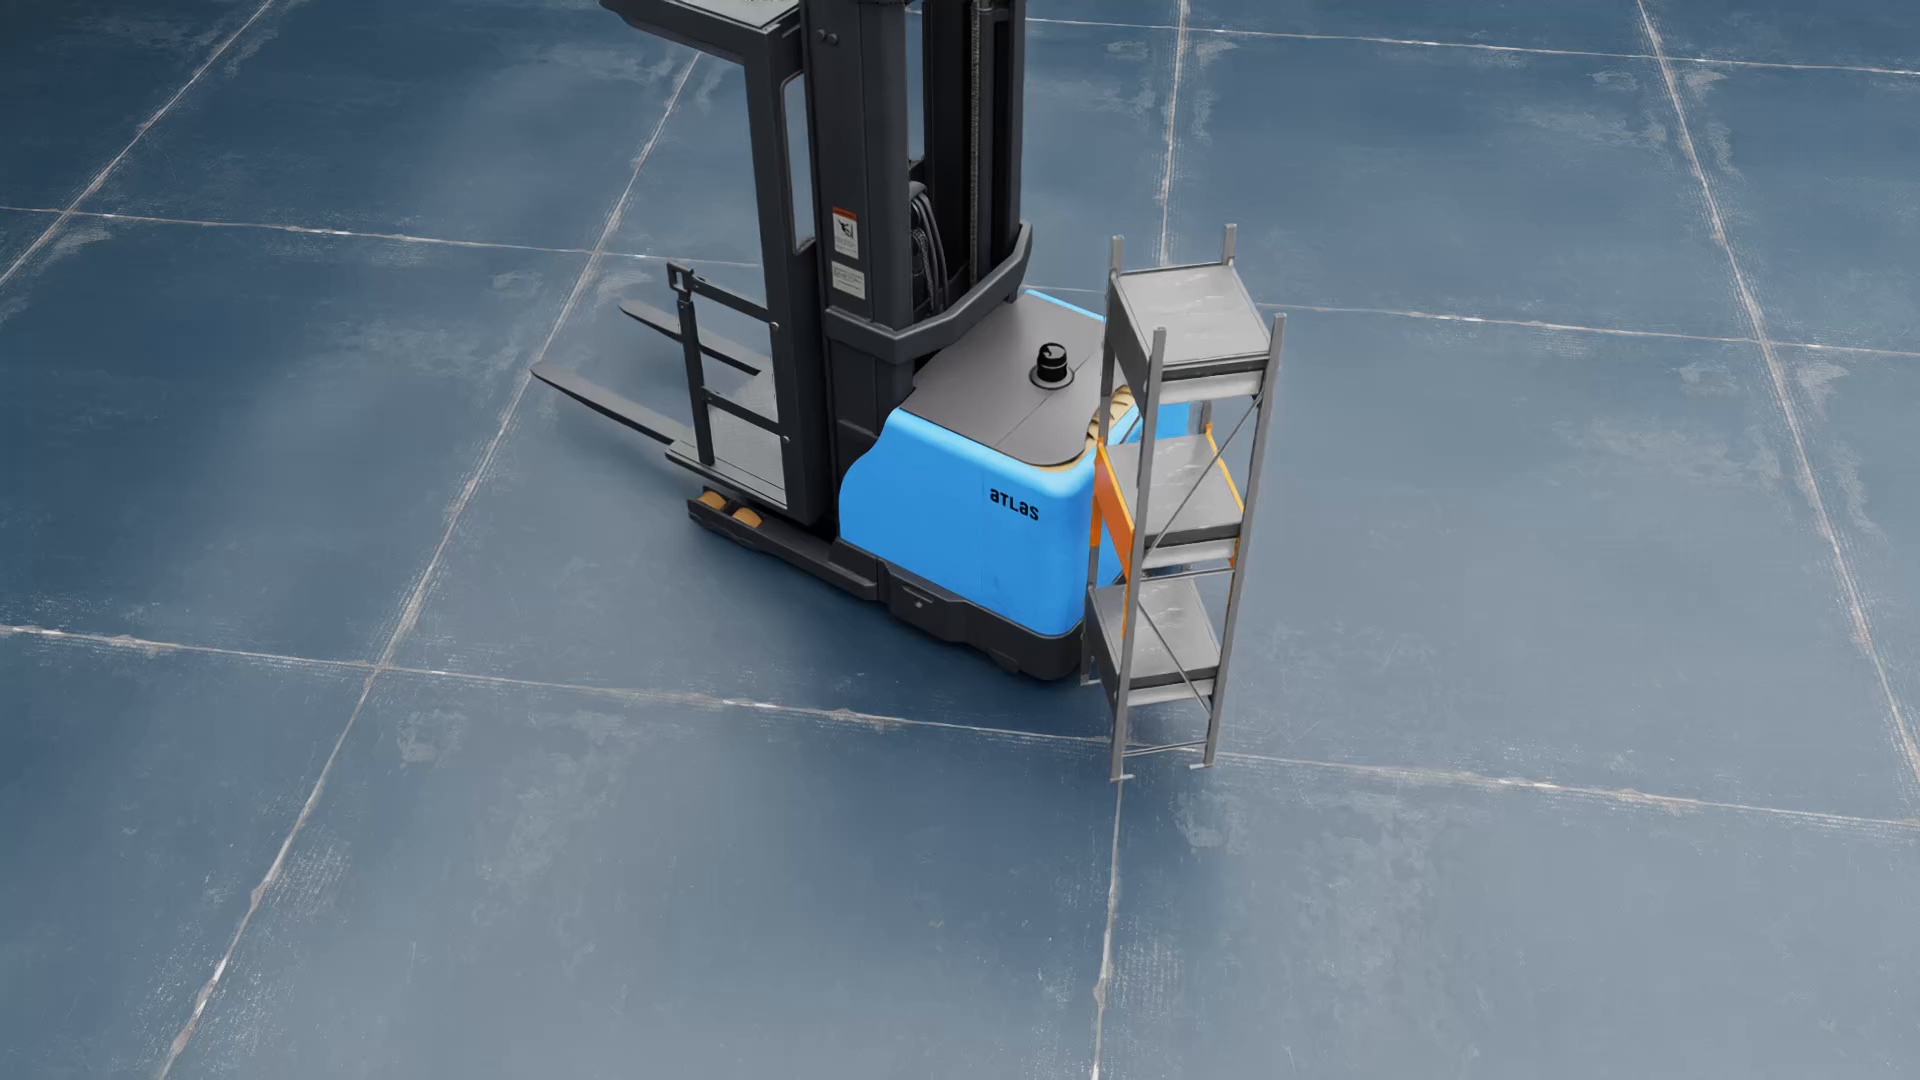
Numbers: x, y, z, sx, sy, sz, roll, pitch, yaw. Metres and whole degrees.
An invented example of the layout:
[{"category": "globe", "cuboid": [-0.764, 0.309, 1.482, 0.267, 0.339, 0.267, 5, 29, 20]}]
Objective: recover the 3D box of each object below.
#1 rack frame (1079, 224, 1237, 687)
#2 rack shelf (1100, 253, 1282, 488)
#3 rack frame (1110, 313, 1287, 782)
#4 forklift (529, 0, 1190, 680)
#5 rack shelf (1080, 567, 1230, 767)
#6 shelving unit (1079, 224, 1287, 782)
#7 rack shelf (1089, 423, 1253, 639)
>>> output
[{"category": "rack frame", "cuboid": [0.675, -0.207, 5.942, 0.400, 2.100, 0.015, -7, 44, -8]}, {"category": "rack shelf", "cuboid": [0.719, -0.541, 5.296, 0.431, 0.518, 0.480, -7, 44, -8]}, {"category": "rack frame", "cuboid": [0.764, 0.122, 5.593, 0.400, 2.100, 0.015, -7, 44, -8]}, {"category": "forklift", "cuboid": [-0.579, -1.312, 6.504, 3.031, 2.935, 1.130, 25, 49, 24]}, {"category": "rack shelf", "cuboid": [0.719, 0.476, 6.258, 0.431, 0.518, 0.480, -7, 44, -8]}, {"category": "shelving unit", "cuboid": [0.719, -0.042, 5.768, 0.431, 2.100, 0.503, -7, 44, -8]}, {"category": "rack shelf", "cuboid": [0.719, -0.033, 5.777, 0.431, 0.518, 0.480, -7, 44, -8]}]
